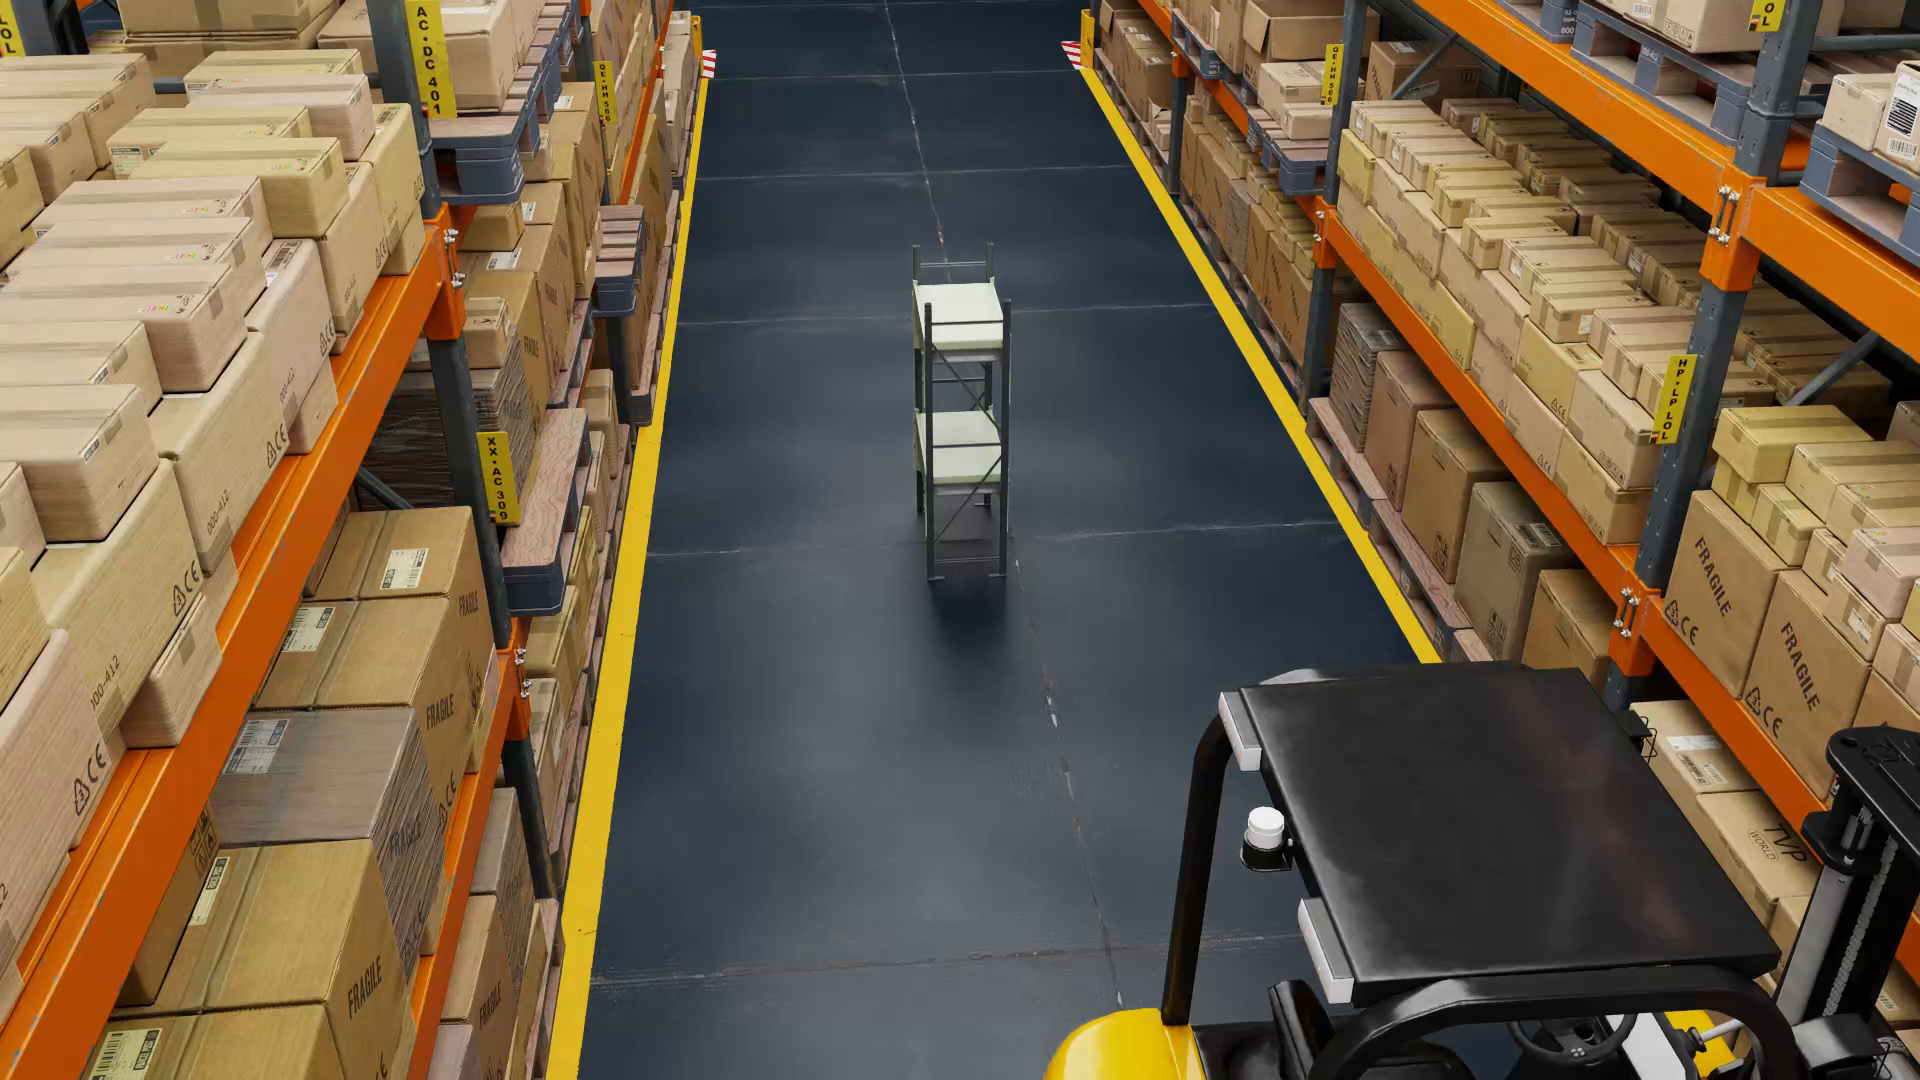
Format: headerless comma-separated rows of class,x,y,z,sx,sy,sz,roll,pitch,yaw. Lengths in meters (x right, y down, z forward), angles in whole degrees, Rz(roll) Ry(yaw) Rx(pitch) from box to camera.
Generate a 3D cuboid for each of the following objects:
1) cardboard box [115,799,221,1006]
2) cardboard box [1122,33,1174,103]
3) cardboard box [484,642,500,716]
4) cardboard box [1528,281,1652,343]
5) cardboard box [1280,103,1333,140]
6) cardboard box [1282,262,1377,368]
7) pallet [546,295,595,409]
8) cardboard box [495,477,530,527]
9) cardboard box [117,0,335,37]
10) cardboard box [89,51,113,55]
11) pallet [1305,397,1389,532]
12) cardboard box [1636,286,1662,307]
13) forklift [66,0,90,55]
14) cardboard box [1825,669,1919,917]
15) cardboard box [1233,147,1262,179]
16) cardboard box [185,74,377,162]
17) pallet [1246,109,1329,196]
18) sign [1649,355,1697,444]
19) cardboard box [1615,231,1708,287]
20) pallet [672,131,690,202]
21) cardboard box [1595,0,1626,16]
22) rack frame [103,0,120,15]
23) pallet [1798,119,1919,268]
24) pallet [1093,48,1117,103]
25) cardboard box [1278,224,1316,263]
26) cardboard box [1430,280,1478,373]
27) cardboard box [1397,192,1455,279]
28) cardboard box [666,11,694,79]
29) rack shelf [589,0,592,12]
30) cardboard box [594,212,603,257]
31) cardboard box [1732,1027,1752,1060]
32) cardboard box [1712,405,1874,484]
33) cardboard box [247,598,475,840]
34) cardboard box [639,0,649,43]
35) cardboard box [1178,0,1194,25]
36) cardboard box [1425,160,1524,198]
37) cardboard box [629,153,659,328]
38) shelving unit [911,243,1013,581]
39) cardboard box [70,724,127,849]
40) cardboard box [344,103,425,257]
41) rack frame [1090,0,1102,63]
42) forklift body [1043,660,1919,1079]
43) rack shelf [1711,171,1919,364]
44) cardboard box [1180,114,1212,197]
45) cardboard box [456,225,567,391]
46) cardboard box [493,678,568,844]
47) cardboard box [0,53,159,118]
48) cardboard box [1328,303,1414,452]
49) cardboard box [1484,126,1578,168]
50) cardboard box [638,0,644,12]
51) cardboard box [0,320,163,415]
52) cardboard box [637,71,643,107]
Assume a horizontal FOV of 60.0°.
cardboard box,-2.006,0.620,3.424,0.700,0.500,0.500,-3,31,-5
cardboard box,1.758,-4.240,14.952,0.500,0.500,0.500,-2,31,-4
cardboard box,-1.683,0.461,5.298,0.380,0.149,0.250,-3,31,-5
cardboard box,2.503,-0.908,6.614,0.380,0.149,0.250,-4,31,-6
cardboard box,2.108,-2.468,9.792,0.380,0.149,0.250,-2,31,-4
cardboard box,2.298,-1.391,10.182,0.500,0.500,0.500,-2,31,-3
pallet,-2.164,-0.748,7.264,1.003,0.211,1.213,-3,31,-5
cardboard box,-1.753,-0.166,5.939,0.380,0.149,0.250,-2,31,-4
cardboard box,-2.197,-1.705,5.003,0.500,0.250,0.500,-2,31,-3
cardboard box,-7.677,-4.196,14.639,0.380,0.149,0.250,-4,31,-7
pallet,2.590,-0.459,9.313,1.003,0.211,1.213,-3,31,-5
cardboard box,3.059,-0.977,7.120,0.500,0.250,0.500,-3,31,-6
forklift,-4.993,-1.597,8.565,1.130,2.935,3.031,-2,31,-3
cardboard box,2.820,0.684,4.583,0.500,0.500,0.500,-3,31,-5
cardboard box,2.131,-2.647,11.651,0.380,0.149,0.250,-2,31,-3
cardboard box,-1.669,-1.038,4.105,0.380,0.149,0.250,-3,31,-6
pallet,2.418,-2.339,9.927,1.213,0.211,1.003,-3,31,-5
sign,2.386,-0.468,5.557,0.100,0.325,0.005,-3,31,-5
cardboard box,3.039,-1.201,7.105,0.380,0.149,0.250,-3,31,-5
pallet,-2.757,-3.076,13.693,1.003,0.211,1.213,-3,31,-5
cardboard box,2.520,-1.986,5.963,0.380,0.149,0.250,-3,31,-5
rack frame,-8.057,-5.634,15.258,1.000,3.000,0.127,-3,31,-5
pallet,3.031,-0.852,4.412,1.003,0.211,1.213,-3,31,-5
pallet,1.887,-4.520,16.111,1.003,0.211,1.213,-3,31,-5
cardboard box,2.197,-1.842,10.304,0.380,0.149,0.250,-4,31,-7
cardboard box,2.494,-0.991,7.631,0.500,0.250,0.500,-2,31,-3
cardboard box,2.426,-1.467,7.939,0.500,0.250,0.500,-4,31,-6
cardboard box,-2.976,-4.671,15.734,0.875,0.438,0.875,-4,31,-6
rack shelf,-2.577,-3.839,10.028,1.077,0.370,4.000,-3,31,-5
cardboard box,-1.960,-1.495,8.163,0.380,0.149,0.250,-3,31,-5
cardboard box,2.767,1.747,5.172,0.500,0.250,0.500,-2,31,-4
cardboard box,2.660,-0.308,5.321,0.380,0.149,0.250,-2,31,-4
cardboard box,-1.672,0.510,4.583,0.500,0.500,0.500,-2,31,-3
cardboard box,-2.426,-3.563,11.448,0.500,0.250,0.500,-2,31,-3
cardboard box,2.000,-4.086,12.159,0.700,0.500,0.500,-2,31,-3
cardboard box,2.454,-1.697,7.936,0.380,0.149,0.250,-2,31,-4
cardboard box,-2.451,-1.919,10.700,0.875,0.875,0.875,-2,31,-4
shelving unit,0.001,-0.640,8.360,0.431,1.500,0.755,-3,31,-5
cardboard box,-1.531,0.354,2.553,0.380,0.149,0.250,-4,31,-6
cardboard box,-1.707,-0.934,4.320,0.500,0.250,0.500,-3,31,-5
rack frame,1.804,-6.163,16.142,1.000,3.000,0.127,-3,31,-5
forklift body,1.305,1.490,4.159,2.313,2.155,1.214,-3,31,-5
rack shelf,3.112,0.006,3.591,1.077,0.370,4.000,-3,31,-5
cardboard box,1.999,-2.970,12.825,0.500,0.500,0.500,-1,31,-2
cardboard box,-1.855,-0.909,6.550,0.500,0.500,0.500,-3,31,-5
cardboard box,-2.068,0.884,6.498,0.950,0.372,0.625,-2,31,-4
cardboard box,-2.312,-1.142,4.279,0.380,0.149,0.250,-3,31,-5
cardboard box,2.596,-0.920,9.271,0.875,0.625,0.625,-2,31,-3
cardboard box,2.883,-1.980,8.410,0.380,0.149,0.250,-3,31,-5
cardboard box,-2.416,-3.873,11.237,0.500,0.500,0.500,-2,31,-4
cardboard box,-1.584,-0.246,2.779,0.380,0.149,0.250,-2,31,-4
cardboard box,-2.396,-3.081,11.129,0.500,0.250,0.500,-4,31,-6
